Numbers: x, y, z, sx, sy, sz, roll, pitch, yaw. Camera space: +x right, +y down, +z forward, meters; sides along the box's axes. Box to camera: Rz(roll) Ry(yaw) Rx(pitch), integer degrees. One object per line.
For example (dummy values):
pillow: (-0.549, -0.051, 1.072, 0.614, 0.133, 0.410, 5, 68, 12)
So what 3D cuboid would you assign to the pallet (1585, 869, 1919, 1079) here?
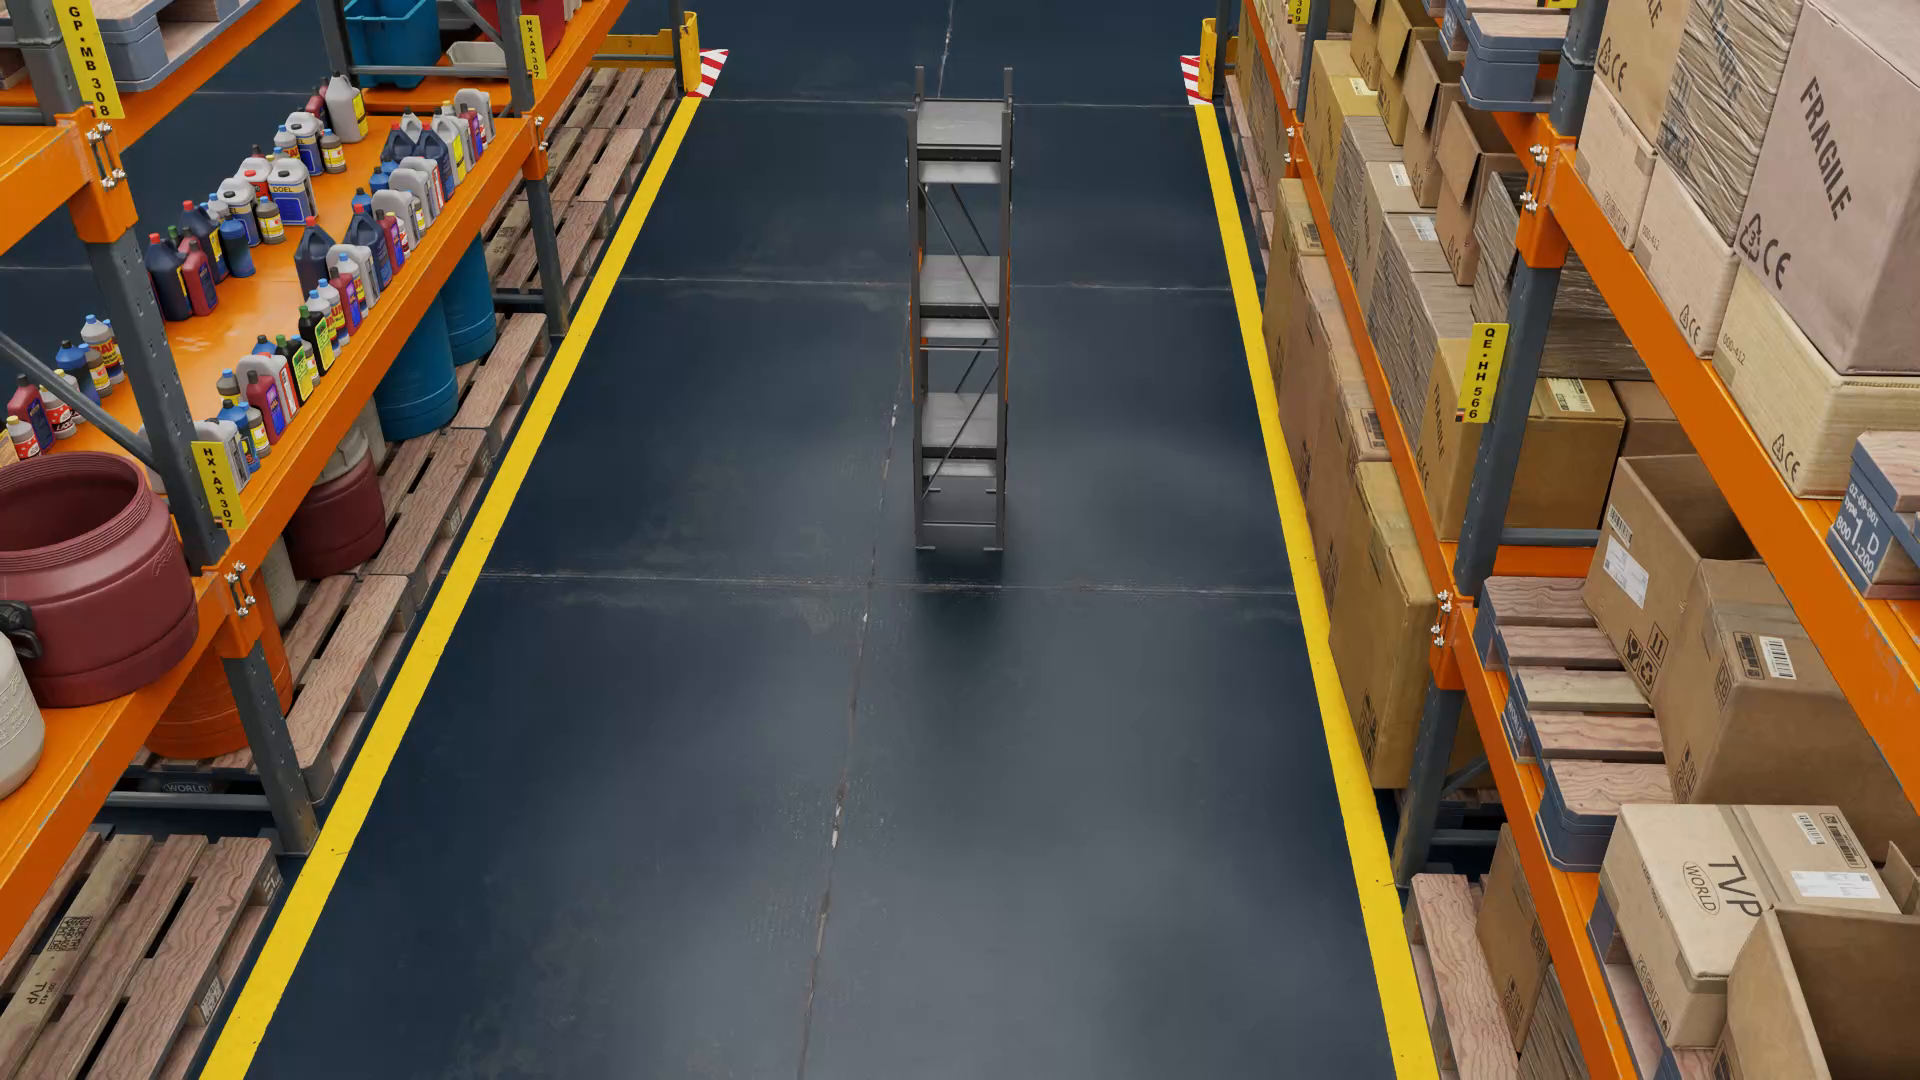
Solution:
pallet: (2.027, 1.220, 3.572, 1.003, 0.211, 1.213, 1, 35, 2)

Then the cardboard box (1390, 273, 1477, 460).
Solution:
cardboard box: (1.864, -0.613, 5.926, 0.500, 0.500, 0.500, 1, 35, 1)

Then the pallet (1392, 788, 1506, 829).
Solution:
pallet: (2.173, 0.693, 6.580, 1.003, 0.211, 1.213, 1, 35, 2)

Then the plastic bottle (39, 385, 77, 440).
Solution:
plastic bottle: (-3.261, -0.470, 5.983, 0.097, 0.201, 0.097, 0, 35, 0)

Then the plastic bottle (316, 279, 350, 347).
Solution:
plastic bottle: (-2.473, -0.896, 6.529, 0.097, 0.271, 0.097, 0, 35, 0)

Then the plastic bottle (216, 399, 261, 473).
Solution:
plastic bottle: (-2.511, -0.365, 5.773, 0.097, 0.271, 0.097, 0, 35, 0)

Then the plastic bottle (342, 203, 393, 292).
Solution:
plastic bottle: (-2.477, -1.220, 6.920, 0.144, 0.351, 0.185, 1, 35, 2)

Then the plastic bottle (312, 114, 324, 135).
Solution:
plastic bottle: (-3.155, -1.984, 8.136, 0.097, 0.201, 0.097, 0, 35, 0)

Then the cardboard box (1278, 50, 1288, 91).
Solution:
cardboard box: (1.922, -2.523, 8.949, 0.380, 0.149, 0.250, 2, 35, 3)

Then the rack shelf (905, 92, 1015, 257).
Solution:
rack shelf: (0.007, -1.516, 6.887, 0.431, 0.518, 0.480, 1, 35, 2)

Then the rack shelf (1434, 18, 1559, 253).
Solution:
rack shelf: (2.146, -2.078, 6.116, 1.077, 0.370, 4.000, 1, 35, 2)

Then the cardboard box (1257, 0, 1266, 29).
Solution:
cardboard box: (1.963, -3.113, 9.789, 0.380, 0.149, 0.250, 1, 35, 1)

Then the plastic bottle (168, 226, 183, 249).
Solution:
plastic bottle: (-3.234, -1.145, 6.872, 0.061, 0.283, 0.133, 1, 35, 2)

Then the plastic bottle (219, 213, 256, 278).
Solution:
plastic bottle: (-3.064, -1.253, 7.036, 0.097, 0.271, 0.097, 0, 35, 0)

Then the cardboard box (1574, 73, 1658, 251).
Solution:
cardboard box: (1.793, -0.898, 3.941, 0.500, 0.250, 0.500, 2, 35, 3)

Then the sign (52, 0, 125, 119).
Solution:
sign: (-2.333, -1.287, 4.454, 0.100, 0.325, 0.005, 1, 35, 2)

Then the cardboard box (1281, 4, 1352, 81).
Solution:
cardboard box: (1.982, -2.615, 8.733, 0.500, 0.250, 0.500, 1, 35, 1)

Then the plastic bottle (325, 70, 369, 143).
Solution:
plastic bottle: (-3.062, -2.171, 8.273, 0.144, 0.351, 0.185, 1, 35, 2)

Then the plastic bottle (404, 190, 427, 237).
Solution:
plastic bottle: (-2.433, -1.450, 7.377, 0.097, 0.201, 0.097, 0, 35, 0)

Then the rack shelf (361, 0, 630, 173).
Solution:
rack shelf: (-2.642, -3.264, 10.411, 1.077, 0.370, 4.000, 1, 35, 2)

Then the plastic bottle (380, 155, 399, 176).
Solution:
plastic bottle: (-2.575, -1.615, 7.551, 0.097, 0.271, 0.097, 0, 35, 0)

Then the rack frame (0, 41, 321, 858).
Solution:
rack frame: (-2.883, -0.111, 5.299, 1.000, 3.000, 0.127, 1, 35, 2)

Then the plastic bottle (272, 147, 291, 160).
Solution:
plastic bottle: (-3.172, -1.738, 7.788, 0.097, 0.201, 0.097, 0, 35, 0)

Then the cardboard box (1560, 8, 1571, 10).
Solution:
cardboard box: (2.019, -1.790, 4.624, 0.797, 0.503, 0.637, 3, 35, 5)

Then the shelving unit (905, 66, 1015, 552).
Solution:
shelving unit: (0.007, -0.954, 7.282, 0.431, 2.100, 0.503, 1, 35, 2)

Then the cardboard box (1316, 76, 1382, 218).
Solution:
cardboard box: (1.939, -1.788, 7.599, 0.500, 0.500, 0.500, 1, 35, 2)

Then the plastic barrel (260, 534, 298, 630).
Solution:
plastic barrel: (-2.947, 0.127, 6.759, 0.421, 0.512, 0.421, 0, 35, 0)

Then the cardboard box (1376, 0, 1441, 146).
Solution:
cardboard box: (2.170, -1.985, 7.006, 0.797, 0.503, 0.637, 2, 35, 2)

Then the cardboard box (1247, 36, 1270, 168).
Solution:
cardboard box: (2.405, -3.003, 10.897, 0.875, 0.875, 0.875, 1, 35, 2)

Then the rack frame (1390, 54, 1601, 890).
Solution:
rack frame: (2.066, 0.004, 5.136, 1.000, 3.000, 0.127, 1, 35, 2)

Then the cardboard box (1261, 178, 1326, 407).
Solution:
cardboard box: (2.221, -1.229, 8.373, 1.225, 0.875, 0.875, 1, 35, 2)

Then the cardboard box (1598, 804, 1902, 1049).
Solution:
cardboard box: (1.769, 0.851, 3.696, 0.500, 0.250, 0.500, 0, 35, 1)

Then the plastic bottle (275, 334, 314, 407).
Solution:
plastic bottle: (-2.473, -0.646, 6.162, 0.061, 0.283, 0.133, 1, 35, 2)

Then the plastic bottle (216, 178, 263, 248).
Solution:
plastic bottle: (-3.168, -1.436, 7.292, 0.152, 0.276, 0.135, 1, 35, 2)

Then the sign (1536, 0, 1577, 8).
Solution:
sign: (1.512, -1.485, 4.127, 0.100, 0.325, 0.005, 1, 35, 2)

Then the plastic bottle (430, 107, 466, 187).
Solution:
plastic bottle: (-2.432, -1.853, 7.821, 0.144, 0.351, 0.185, 1, 35, 2)

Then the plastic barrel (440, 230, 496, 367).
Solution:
plastic barrel: (-2.761, -1.410, 8.607, 0.600, 0.901, 0.708, 1, 35, 2)

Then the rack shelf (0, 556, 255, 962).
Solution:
rack shelf: (-2.963, 1.333, 3.871, 1.077, 0.370, 4.000, 1, 35, 2)

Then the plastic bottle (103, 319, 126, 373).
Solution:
plastic bottle: (-3.241, -0.750, 6.381, 0.097, 0.201, 0.097, 0, 35, 0)

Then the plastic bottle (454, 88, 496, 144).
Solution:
plastic bottle: (-2.415, -2.124, 8.272, 0.152, 0.276, 0.135, 1, 35, 2)

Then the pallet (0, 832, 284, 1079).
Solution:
pallet: (-2.953, 1.474, 5.469, 1.003, 0.211, 1.213, 1, 35, 2)

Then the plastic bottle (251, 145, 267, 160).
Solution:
plastic bottle: (-3.199, -1.650, 7.591, 0.061, 0.283, 0.133, 1, 35, 2)

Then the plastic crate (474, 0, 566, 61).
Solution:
plastic crate: (-2.436, -2.967, 9.255, 0.402, 0.464, 0.583, 1, 35, 2)

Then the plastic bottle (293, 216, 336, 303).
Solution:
plastic bottle: (-2.634, -1.146, 6.815, 0.144, 0.351, 0.185, 1, 35, 2)

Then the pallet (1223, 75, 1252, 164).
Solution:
pallet: (2.433, -2.991, 11.822, 1.003, 0.211, 1.213, 1, 35, 2)

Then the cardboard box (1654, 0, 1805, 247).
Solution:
cardboard box: (1.766, -0.914, 3.311, 0.500, 0.500, 0.500, 2, 35, 2)
